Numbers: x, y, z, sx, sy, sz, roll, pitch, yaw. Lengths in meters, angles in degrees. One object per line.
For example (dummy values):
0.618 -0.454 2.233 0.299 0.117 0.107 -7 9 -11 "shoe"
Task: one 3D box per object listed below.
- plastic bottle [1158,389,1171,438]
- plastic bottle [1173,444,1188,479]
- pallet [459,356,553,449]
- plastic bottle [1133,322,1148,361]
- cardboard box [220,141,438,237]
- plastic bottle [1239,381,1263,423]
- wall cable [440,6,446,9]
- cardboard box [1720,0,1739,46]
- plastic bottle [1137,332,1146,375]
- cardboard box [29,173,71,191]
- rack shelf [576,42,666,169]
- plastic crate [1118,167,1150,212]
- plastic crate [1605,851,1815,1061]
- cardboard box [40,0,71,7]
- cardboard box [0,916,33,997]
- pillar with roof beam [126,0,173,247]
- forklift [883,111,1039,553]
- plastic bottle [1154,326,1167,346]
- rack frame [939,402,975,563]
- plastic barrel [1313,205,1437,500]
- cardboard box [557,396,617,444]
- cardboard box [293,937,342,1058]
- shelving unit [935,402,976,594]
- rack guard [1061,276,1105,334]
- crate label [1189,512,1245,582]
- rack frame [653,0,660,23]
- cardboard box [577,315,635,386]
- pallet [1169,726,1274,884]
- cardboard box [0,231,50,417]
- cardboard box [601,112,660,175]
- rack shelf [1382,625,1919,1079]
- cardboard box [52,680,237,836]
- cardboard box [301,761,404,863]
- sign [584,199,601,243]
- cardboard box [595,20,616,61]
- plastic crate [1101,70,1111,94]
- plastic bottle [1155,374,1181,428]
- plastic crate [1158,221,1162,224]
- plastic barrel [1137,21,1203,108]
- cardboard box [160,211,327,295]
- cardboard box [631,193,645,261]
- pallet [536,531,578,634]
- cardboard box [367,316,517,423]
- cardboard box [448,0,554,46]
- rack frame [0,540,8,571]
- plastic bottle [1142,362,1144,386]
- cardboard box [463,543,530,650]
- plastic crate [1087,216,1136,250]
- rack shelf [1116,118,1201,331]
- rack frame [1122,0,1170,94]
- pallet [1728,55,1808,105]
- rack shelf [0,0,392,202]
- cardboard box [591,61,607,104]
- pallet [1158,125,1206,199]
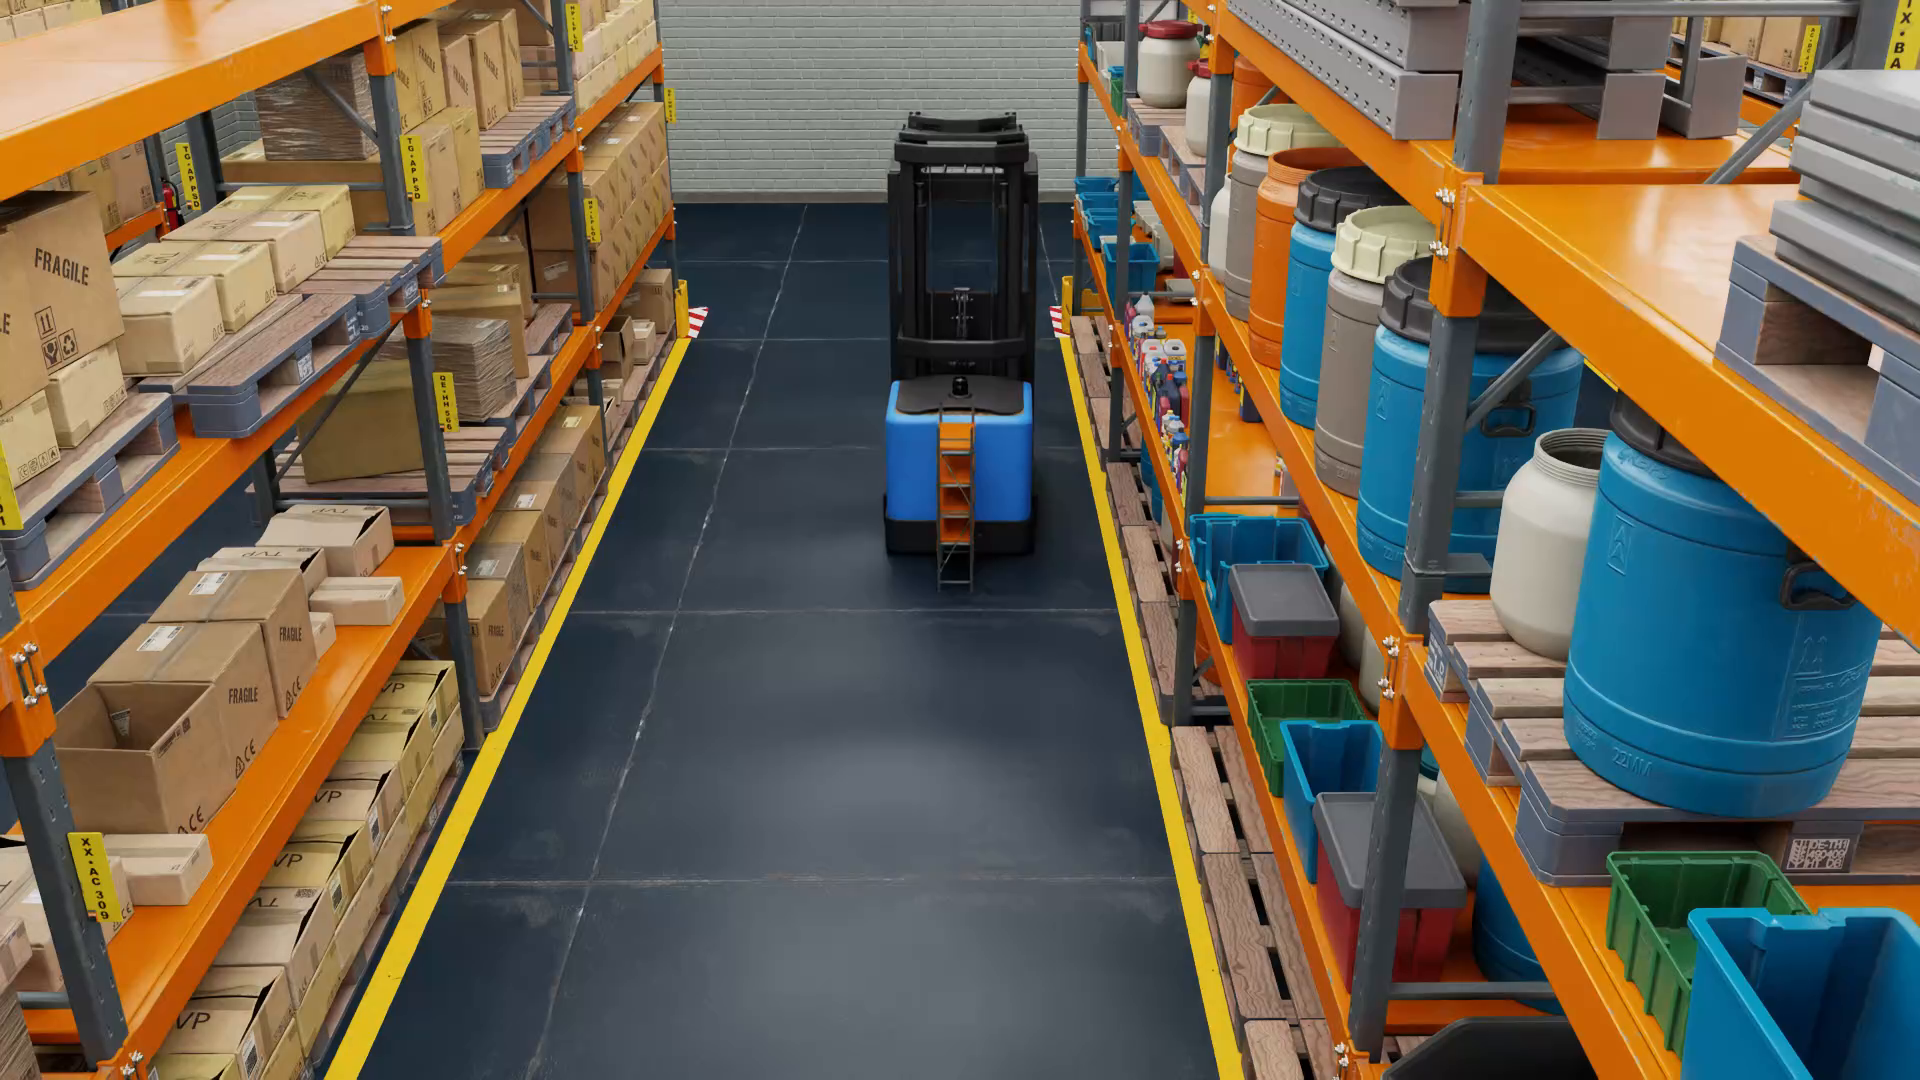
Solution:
1.276 -0.788 10.377 0.061 0.283 0.133 0 24 -1 "plastic bottle"
1.302 -0.462 9.756 0.097 0.201 0.097 0 24 0 "plastic bottle"
-3.260 -0.898 10.712 1.003 0.211 1.213 0 24 -1 "pallet"
1.278 -1.404 11.753 0.097 0.271 0.097 0 24 0 "plastic bottle"
-3.272 -1.776 8.659 0.910 0.500 0.500 0 24 -1 "cardboard box"
1.874 -0.944 10.640 0.144 0.351 0.185 0 24 -1 "plastic bottle"
-7.979 -7.108 20.697 3.097 2.526 0.112 0 24 -1 "wall cable"
6.695 -4.285 13.575 0.700 0.500 0.500 1 24 2 "cardboard box"
1.263 -1.281 11.468 0.061 0.283 0.133 0 24 -1 "plastic bottle"
-8.241 -2.770 14.253 0.980 0.700 0.700 -1 24 -3 "cardboard box"
-3.299 -3.696 13.898 1.077 0.370 4.000 0 24 -1 "rack shelf"
1.822 -3.408 15.913 0.616 0.435 0.499 0 24 -1 "plastic crate"
1.508 0.824 3.288 0.336 0.188 0.450 0 24 -1 "plastic crate"
-7.999 -4.827 14.168 0.500 0.500 0.500 0 24 1 "cardboard box"
-2.973 1.234 4.857 0.380 0.149 0.250 0 24 -1 "cardboard box"
-4.864 -7.319 17.395 9.100 9.000 0.400 0 24 -1 "pillar with roof beam"
0.027 -1.808 12.574 1.130 2.935 3.031 1 24 1 "forklift"
1.428 -1.428 11.892 0.097 0.201 0.097 0 24 0 "plastic bottle"
-0.021 -0.387 11.532 0.240 1.200 0.015 1 24 1 "rack frame"
1.533 -0.630 5.638 0.600 0.901 0.600 0 24 0 "plastic barrel"
-3.066 -0.982 13.393 0.500 0.311 0.500 0 24 -1 "cardboard box"
-2.960 1.934 7.044 0.500 0.250 0.500 -1 24 -2 "cardboard box"
-0.027 -0.286 11.310 0.258 1.200 0.503 1 24 1 "shelving unit"
1.619 -2.373 16.772 1.175 0.500 0.348 0 24 -1 "rack guard"
1.349 0.046 8.594 0.303 0.233 0.416 0 24 -1 "crate label"
-3.321 -6.214 14.954 1.000 3.000 0.127 0 24 -1 "rack frame"
-3.303 -1.670 14.681 0.797 0.503 0.637 0 24 -1 "cardboard box"
1.689 1.385 8.815 1.003 0.211 1.213 0 24 -1 "pallet"
-3.157 -0.622 4.991 0.500 0.500 0.500 0 24 0 "cardboard box"
-3.035 -3.592 15.100 0.500 0.500 0.500 0 24 1 "cardboard box"
1.785 1.228 3.010 1.077 0.370 4.000 0 24 -1 "rack shelf"
-3.188 0.885 6.416 0.500 0.500 0.500 1 24 3 "cardboard box"
-2.967 1.258 7.857 0.500 0.311 0.500 0 24 -1 "cardboard box"
-2.723 -2.364 12.316 0.100 0.325 0.005 0 24 -1 "sign"
-3.035 -3.972 13.212 0.500 0.250 0.500 0 24 -1 "cardboard box"
1.281 -3.622 13.182 0.293 0.136 0.466 0 24 -1 "plastic crate"
1.316 -0.884 10.508 0.144 0.351 0.185 0 24 -1 "plastic bottle"
1.911 -2.608 14.389 0.416 0.233 0.300 0 24 -1 "plastic crate"
1.431 -3.255 11.377 0.433 0.535 0.433 0 24 0 "plastic barrel"
-3.149 -1.272 7.337 0.500 0.250 0.500 0 24 1 "cardboard box"
-3.030 -2.716 14.378 0.500 0.500 0.500 -1 24 -1 "cardboard box"
-3.215 0.277 11.265 1.003 0.211 1.213 0 24 -1 "pallet"
-3.172 -1.058 10.202 0.700 0.500 0.500 4 25 9 "cardboard box"
-3.321 -3.901 12.143 0.700 0.500 0.500 0 24 -1 "cardboard box"
-3.190 -1.270 4.020 1.000 3.000 0.127 0 24 -1 "rack frame"
1.284 -1.141 11.257 0.097 0.201 0.097 0 24 0 "plastic bottle"
-2.964 0.350 10.220 0.500 0.500 0.500 -1 24 -2 "cardboard box"
1.323 -2.683 14.557 0.416 0.233 0.300 0 24 -1 "plastic crate"
1.697 -2.068 10.299 1.077 0.370 4.000 0 24 -1 "rack shelf"
1.676 -4.587 11.355 1.000 3.000 0.127 0 24 -1 "rack frame"
6.630 -3.539 12.786 1.003 0.211 1.213 0 24 -1 "pallet"
-3.212 -1.584 6.073 1.077 0.370 4.000 0 24 -1 "rack shelf"
-3.037 -3.539 12.859 0.500 0.250 0.500 0 24 -1 "cardboard box"
1.797 -2.344 10.266 1.003 0.211 1.213 0 24 -1 "pallet"
